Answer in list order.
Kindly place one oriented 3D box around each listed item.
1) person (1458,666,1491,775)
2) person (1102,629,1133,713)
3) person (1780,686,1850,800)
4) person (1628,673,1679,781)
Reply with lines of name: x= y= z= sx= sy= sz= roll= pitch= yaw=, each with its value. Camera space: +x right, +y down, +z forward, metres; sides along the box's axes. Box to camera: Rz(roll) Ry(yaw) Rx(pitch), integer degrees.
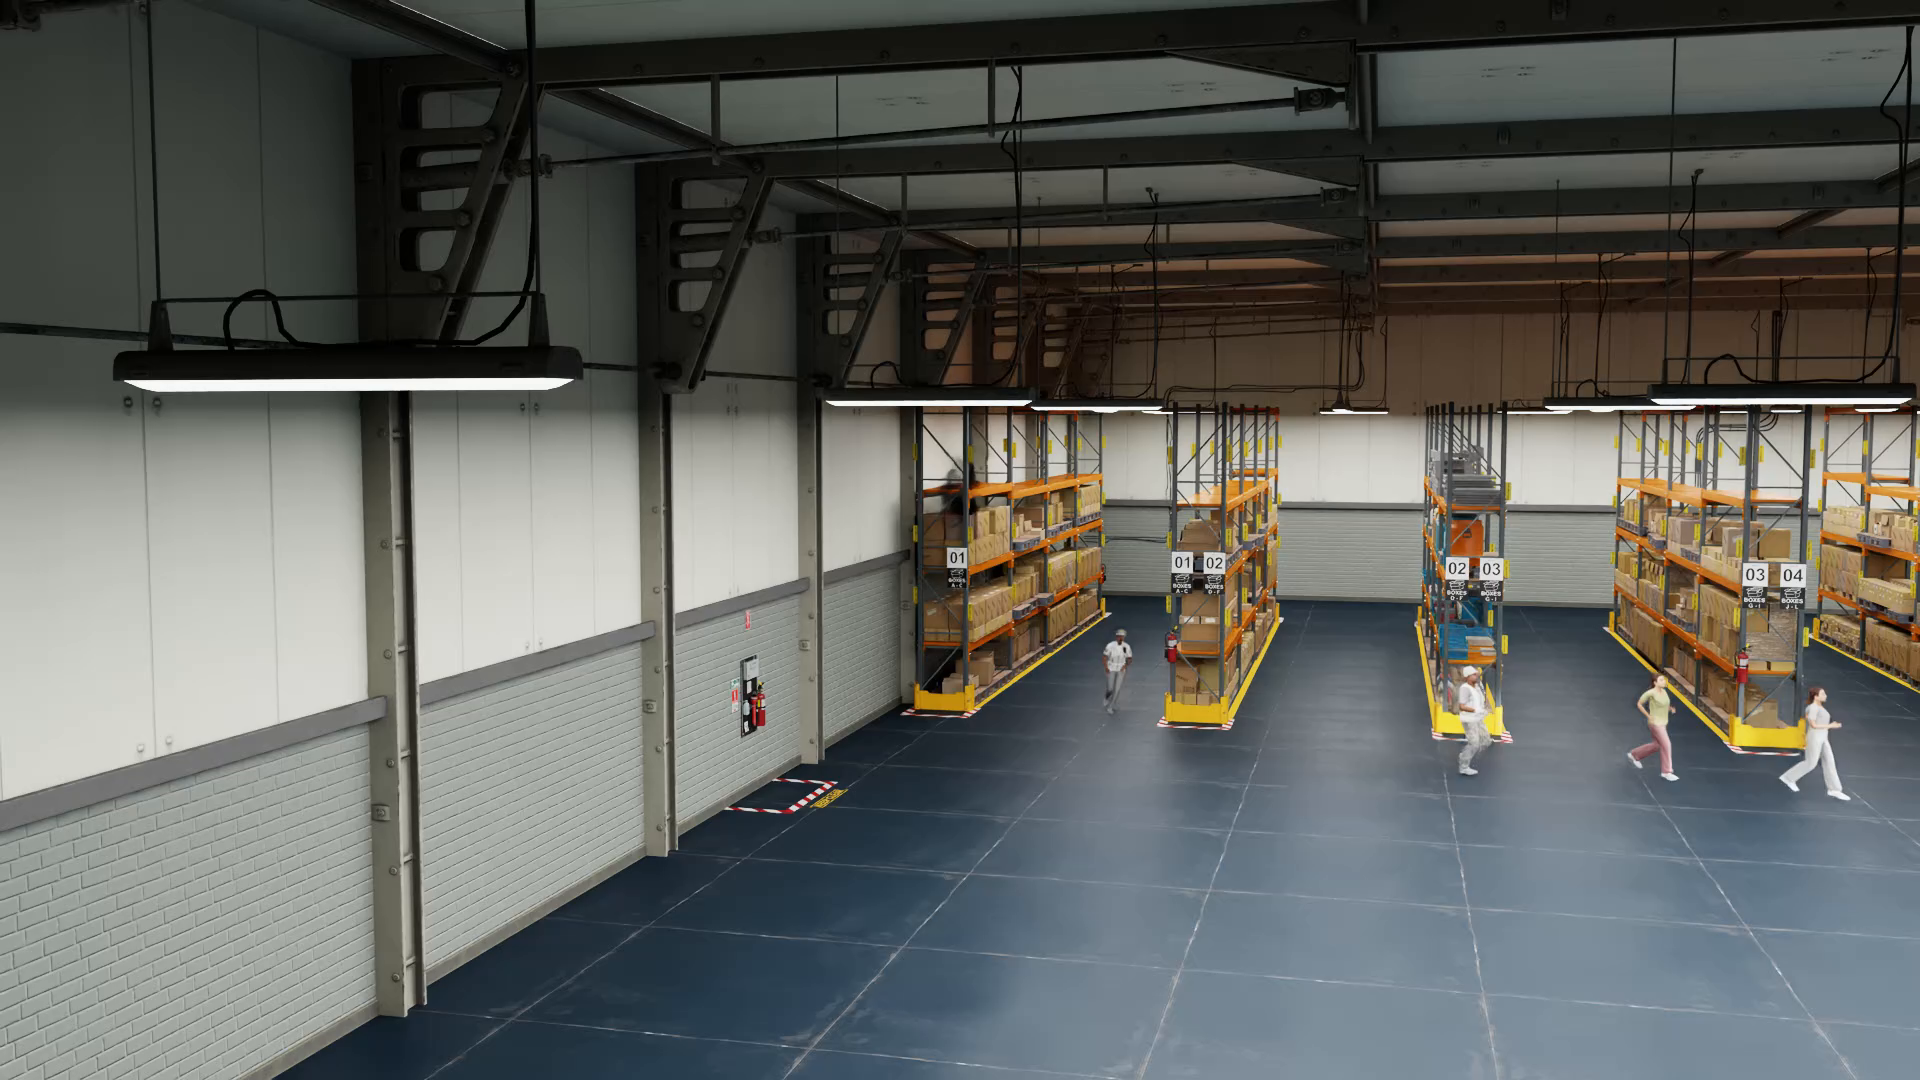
person: x=8.227 y=2.883 z=26.545 sx=0.589 sy=1.737 sz=0.669 roll=3 pitch=5 yaw=39
person: x=3.060 y=2.542 z=32.261 sx=0.585 sy=1.650 sz=0.537 roll=0 pitch=4 yaw=-1
person: x=12.842 y=3.021 z=24.935 sx=0.951 sy=1.673 sz=0.565 roll=4 pitch=6 yaw=41
person: x=11.064 y=2.940 z=26.474 sx=0.540 sy=1.675 sz=0.863 roll=-3 pitch=5 yaw=-38
